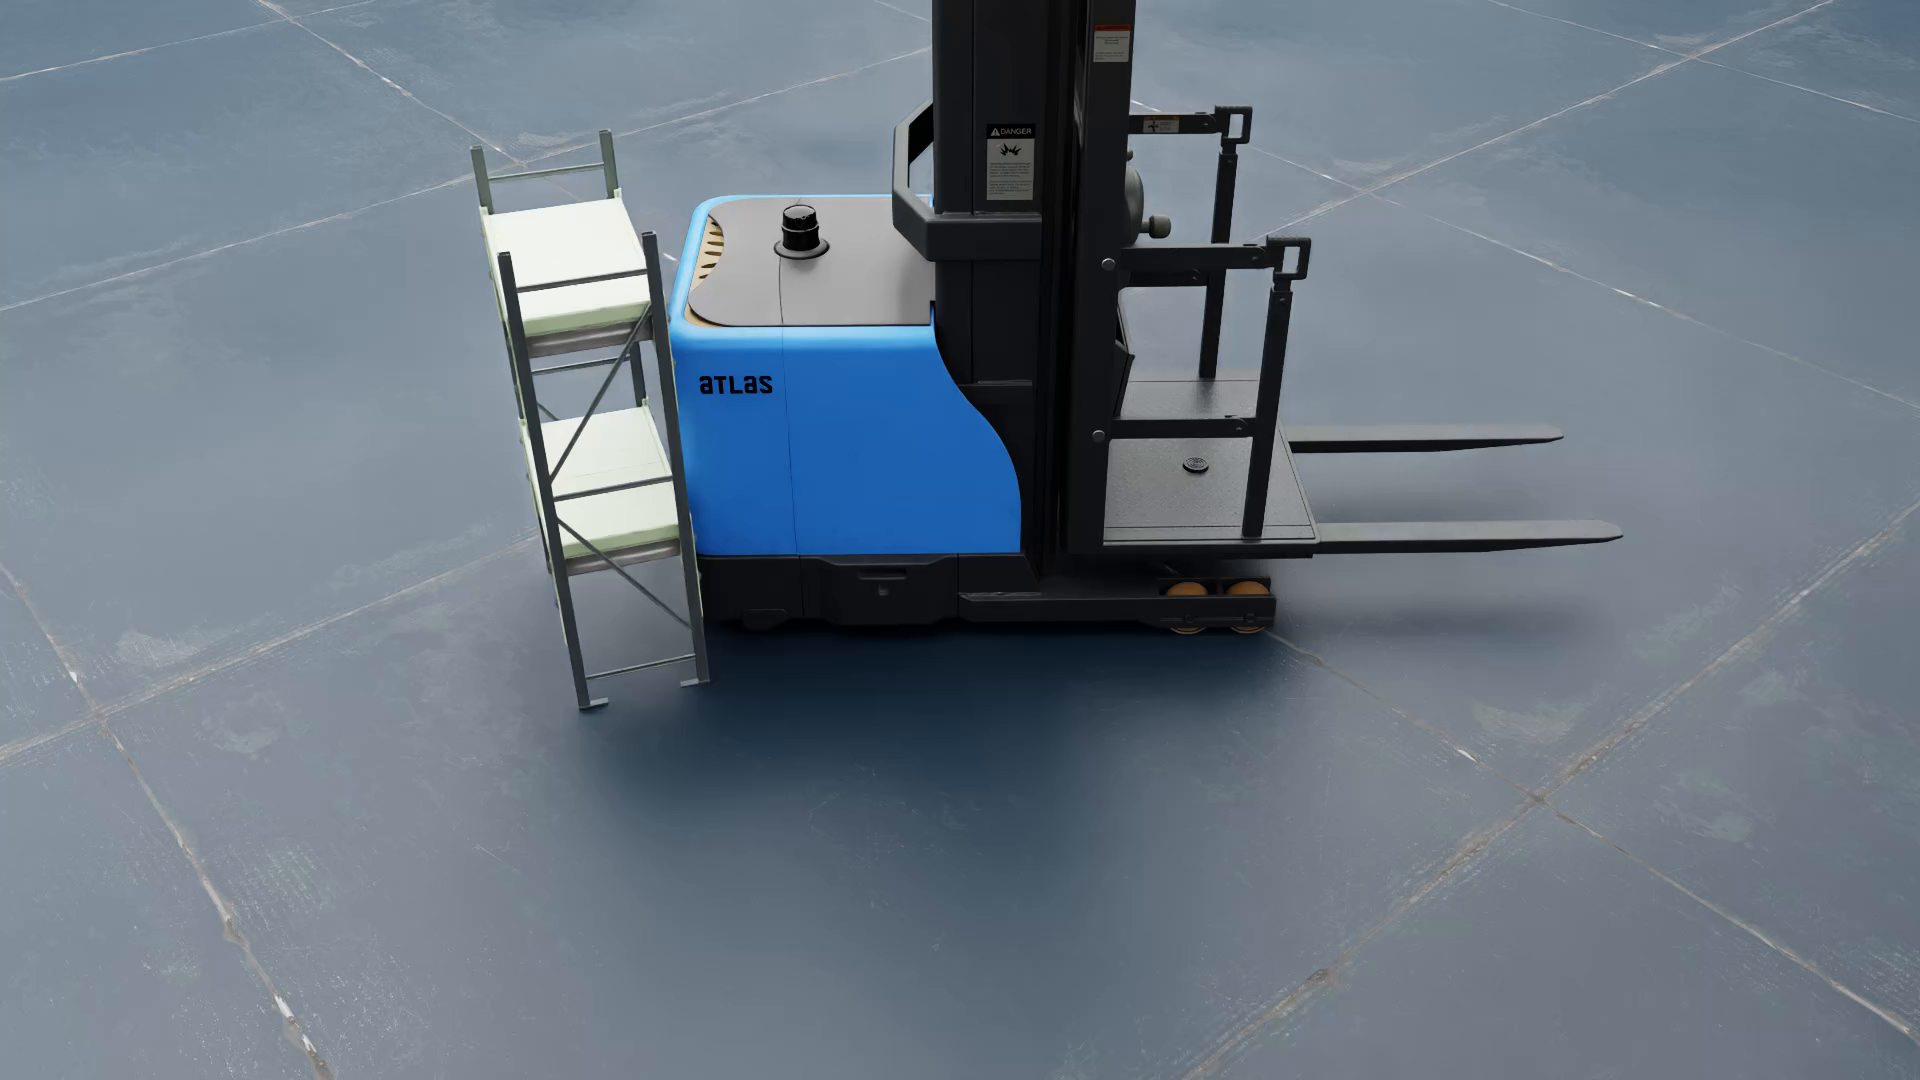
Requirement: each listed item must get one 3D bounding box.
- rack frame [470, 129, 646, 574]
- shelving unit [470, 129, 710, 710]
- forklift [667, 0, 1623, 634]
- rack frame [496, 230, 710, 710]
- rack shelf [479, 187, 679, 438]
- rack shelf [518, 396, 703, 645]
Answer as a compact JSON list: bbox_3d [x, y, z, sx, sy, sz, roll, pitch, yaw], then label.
[{"bbox_3d":[-1.201,-0.542,5.216,0.400,1.500,0.023,-11,37,-15],"label":"rack frame"},{"bbox_3d":[-1.084,-0.342,4.932,0.431,1.500,0.755,-11,37,-15],"label":"shelving unit"},{"bbox_3d":[0.630,-1.203,4.913,3.031,2.935,1.130,-1,35,-1],"label":"forklift"},{"bbox_3d":[-0.967,-0.141,4.649,0.400,1.500,0.023,-11,37,-15],"label":"rack frame"},{"bbox_3d":[-1.086,-0.660,4.706,0.431,0.370,0.720,-11,37,-15],"label":"rack shelf"},{"bbox_3d":[-1.082,-0.076,5.121,0.431,0.370,0.720,-11,37,-15],"label":"rack shelf"}]
